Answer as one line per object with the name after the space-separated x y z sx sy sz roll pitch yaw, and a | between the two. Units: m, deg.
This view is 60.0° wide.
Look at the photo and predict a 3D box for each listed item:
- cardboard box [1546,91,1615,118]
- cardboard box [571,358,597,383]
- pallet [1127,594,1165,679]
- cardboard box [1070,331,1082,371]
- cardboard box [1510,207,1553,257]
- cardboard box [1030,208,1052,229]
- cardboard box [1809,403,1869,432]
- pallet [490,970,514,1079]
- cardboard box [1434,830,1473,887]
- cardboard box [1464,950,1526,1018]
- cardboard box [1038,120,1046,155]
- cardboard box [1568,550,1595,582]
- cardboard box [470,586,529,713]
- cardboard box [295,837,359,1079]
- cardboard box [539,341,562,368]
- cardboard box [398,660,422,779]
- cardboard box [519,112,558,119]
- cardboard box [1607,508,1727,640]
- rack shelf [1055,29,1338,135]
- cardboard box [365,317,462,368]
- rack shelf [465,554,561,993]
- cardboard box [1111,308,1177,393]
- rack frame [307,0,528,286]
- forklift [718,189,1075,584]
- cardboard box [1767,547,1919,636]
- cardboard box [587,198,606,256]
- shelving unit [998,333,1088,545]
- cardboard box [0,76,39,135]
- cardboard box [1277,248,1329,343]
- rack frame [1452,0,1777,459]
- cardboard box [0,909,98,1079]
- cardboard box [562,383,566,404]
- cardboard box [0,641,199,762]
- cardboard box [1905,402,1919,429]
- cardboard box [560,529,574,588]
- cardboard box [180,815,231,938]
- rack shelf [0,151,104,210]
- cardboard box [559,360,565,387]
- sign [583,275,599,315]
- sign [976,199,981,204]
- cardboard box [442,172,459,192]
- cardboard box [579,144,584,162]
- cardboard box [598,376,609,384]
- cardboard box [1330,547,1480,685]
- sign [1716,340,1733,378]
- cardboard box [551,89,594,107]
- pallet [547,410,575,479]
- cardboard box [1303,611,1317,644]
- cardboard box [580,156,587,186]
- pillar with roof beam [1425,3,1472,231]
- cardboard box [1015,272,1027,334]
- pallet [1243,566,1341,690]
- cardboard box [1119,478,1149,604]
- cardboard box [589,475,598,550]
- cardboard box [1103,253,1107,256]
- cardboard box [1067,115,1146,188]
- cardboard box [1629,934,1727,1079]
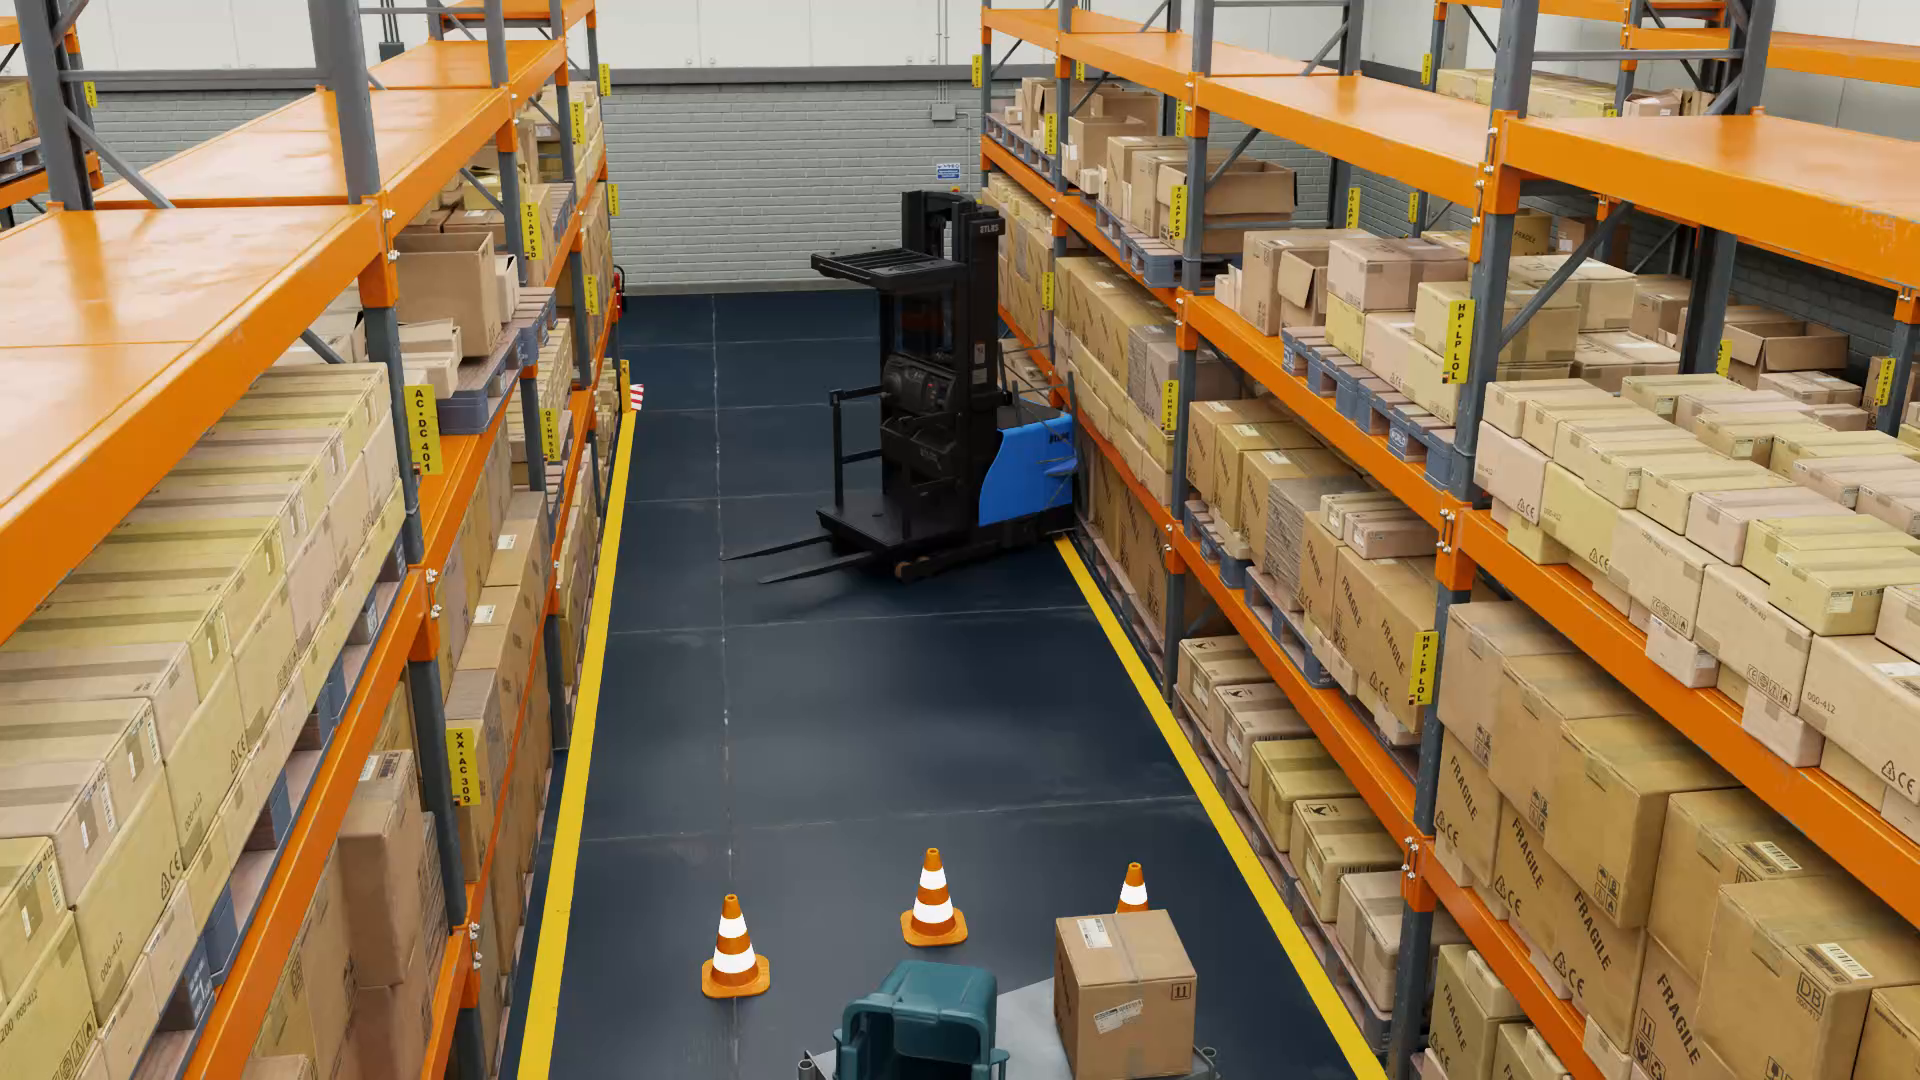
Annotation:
5.823 -4.024 15.490 0.500 0.250 0.500 -3 21 -9 | cardboard box
-3.296 -1.438 14.138 0.380 0.149 0.250 -2 21 -6 | cardboard box
1.842 0.689 12.070 1.003 0.211 1.213 -3 21 -8 | pallet
1.192 -1.544 13.563 0.500 0.250 0.500 -3 21 -7 | cardboard box
5.655 -3.093 16.927 0.500 0.500 0.500 -2 21 -6 | cardboard box
0.863 -2.991 15.437 0.380 0.149 0.250 -3 21 -8 | cardboard box
6.318 -0.880 12.043 0.380 0.149 0.250 -3 21 -7 | cardboard box
-2.612 2.372 7.564 1.003 0.211 1.213 -3 21 -8 | pallet
2.186 1.287 6.842 0.380 0.149 0.250 -3 21 -8 | cardboard box
2.235 1.745 6.589 0.380 0.149 0.250 -3 21 -7 | cardboard box
0.896 -3.516 14.506 0.396 0.266 0.258 -2 21 -6 | cardboard box
2.388 0.051 5.865 0.380 0.149 0.250 -3 21 -8 | cardboard box
-2.451 0.563 8.280 0.500 0.500 0.500 -3 21 -7 | cardboard box
-2.270 1.261 4.796 0.875 0.550 0.550 -3 21 -8 | cardboard box
-3.215 -1.396 12.576 0.380 0.149 0.250 -3 21 -8 | cardboard box
-2.503 0.642 6.638 0.700 0.500 0.500 -3 21 -9 | cardboard box
-3.480 -3.490 13.915 0.380 0.149 0.250 -3 21 -8 | cardboard box
2.393 0.088 5.195 0.500 0.250 0.500 -3 21 -7 | cardboard box
1.593 -3.319 11.842 1.077 0.370 4.000 -3 21 -8 | rack shelf
-2.486 -0.916 7.542 0.396 0.266 0.258 -3 21 -8 | cardboard box
-2.714 0.973 8.351 1.077 0.370 4.000 -3 21 -8 | rack shelf
1.401 -1.371 12.029 0.500 0.500 0.500 -3 21 -8 | cardboard box
-3.002 -2.866 9.030 1.000 3.000 0.127 -3 21 -8 | rack frame
-0.506 -1.242 13.352 3.031 2.935 1.130 -15 25 -34 | forklift
2.439 0.137 4.496 0.380 0.149 0.250 -2 21 -6 | cardboard box
-3.687 -2.980 15.910 0.500 0.500 0.500 -2 21 -5 | cardboard box
0.715 -0.869 14.265 0.538 1.500 1.048 -10 25 -2 | shelving unit
-8.950 -4.129 15.811 0.700 0.500 0.500 -4 21 -11 | cardboard box
2.129 -1.268 8.888 0.797 0.503 0.637 -3 21 -8 | cardboard box
2.458 -1.766 6.084 1.000 3.000 0.127 -3 21 -8 | rack frame
-1.665 0.816 2.504 0.500 0.250 0.500 -3 21 -8 | cardboard box
-3.218 -1.129 12.712 0.380 0.149 0.250 -4 21 -11 | cardboard box
-1.728 0.325 3.247 0.380 0.149 0.250 -3 21 -9 | cardboard box
6.547 -0.818 11.049 0.380 0.149 0.250 -2 21 -6 | cardboard box
-2.935 0.140 11.454 0.500 0.250 0.500 -3 21 -8 | cardboard box
-1.727 0.698 3.388 0.380 0.149 0.250 -3 21 -8 | cardboard box
-8.790 -2.986 14.666 1.077 0.370 4.000 -3 21 -8 | rack shelf
-3.210 -1.260 12.636 0.380 0.149 0.250 -4 21 -10 | cardboard box
-3.030 -2.013 13.663 0.100 0.325 0.005 -3 21 -8 | sign
0.178 -3.527 18.023 0.100 0.325 0.005 -3 21 -8 | sign
-3.524 -2.438 10.932 0.396 0.266 0.258 -3 21 -8 | cardboard box
-3.478 -3.362 14.142 0.500 0.250 0.500 -3 21 -8 | cardboard box
-3.711 -1.529 16.648 0.380 0.149 0.250 -4 21 -10 | cardboard box
2.092 0.341 7.847 0.500 0.500 0.500 -3 21 -7 | cardboard box
2.994 -0.633 6.598 0.100 0.325 0.005 -3 21 -8 | sign
-3.695 -4.216 15.861 0.380 0.149 0.250 -3 21 -7 | cardboard box
-3.328 -0.650 11.942 1.003 0.211 1.213 -3 21 -8 | pallet
1.978 0.447 8.491 0.380 0.149 0.250 -3 21 -8 | cardboard box
-3.466 -3.123 14.217 0.500 0.250 0.500 -3 21 -9 | cardboard box
1.883 -6.934 19.921 9.100 9.000 0.400 -3 21 -8 | pillar with roof beam
0.818 -2.271 15.868 0.500 0.500 0.500 -3 21 -9 | cardboard box
2.207 0.432 9.045 1.003 0.211 1.213 -3 21 -8 | pallet
1.740 -0.094 12.619 0.875 0.875 0.875 -3 21 -7 | cardboard box
-3.223 -0.223 13.499 0.500 0.500 0.500 -3 21 -9 | cardboard box
1.476 -2.418 14.831 0.500 0.500 0.500 -3 21 -7 | cardboard box
1.145 -3.055 13.077 0.500 0.500 0.500 -3 21 -9 | cardboard box
2.493 1.545 5.223 0.500 0.500 0.500 -3 21 -7 | cardboard box
